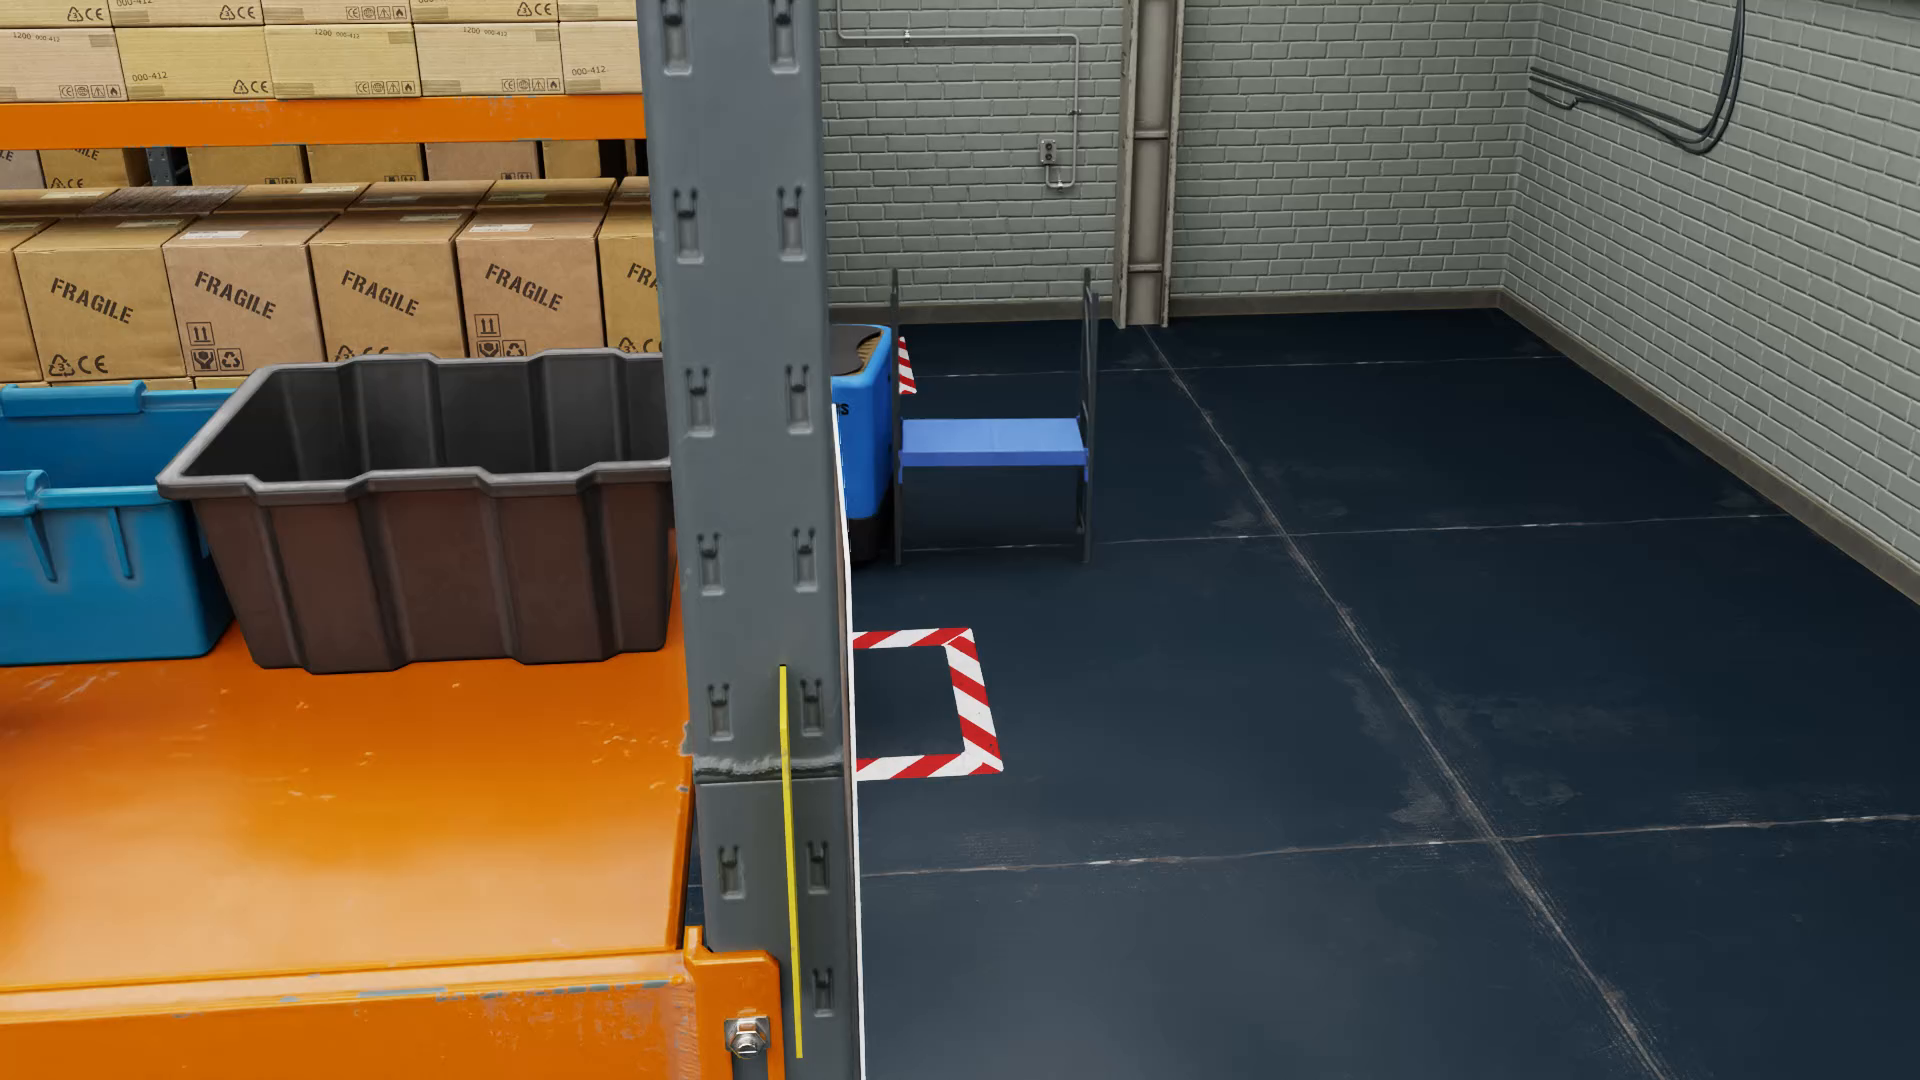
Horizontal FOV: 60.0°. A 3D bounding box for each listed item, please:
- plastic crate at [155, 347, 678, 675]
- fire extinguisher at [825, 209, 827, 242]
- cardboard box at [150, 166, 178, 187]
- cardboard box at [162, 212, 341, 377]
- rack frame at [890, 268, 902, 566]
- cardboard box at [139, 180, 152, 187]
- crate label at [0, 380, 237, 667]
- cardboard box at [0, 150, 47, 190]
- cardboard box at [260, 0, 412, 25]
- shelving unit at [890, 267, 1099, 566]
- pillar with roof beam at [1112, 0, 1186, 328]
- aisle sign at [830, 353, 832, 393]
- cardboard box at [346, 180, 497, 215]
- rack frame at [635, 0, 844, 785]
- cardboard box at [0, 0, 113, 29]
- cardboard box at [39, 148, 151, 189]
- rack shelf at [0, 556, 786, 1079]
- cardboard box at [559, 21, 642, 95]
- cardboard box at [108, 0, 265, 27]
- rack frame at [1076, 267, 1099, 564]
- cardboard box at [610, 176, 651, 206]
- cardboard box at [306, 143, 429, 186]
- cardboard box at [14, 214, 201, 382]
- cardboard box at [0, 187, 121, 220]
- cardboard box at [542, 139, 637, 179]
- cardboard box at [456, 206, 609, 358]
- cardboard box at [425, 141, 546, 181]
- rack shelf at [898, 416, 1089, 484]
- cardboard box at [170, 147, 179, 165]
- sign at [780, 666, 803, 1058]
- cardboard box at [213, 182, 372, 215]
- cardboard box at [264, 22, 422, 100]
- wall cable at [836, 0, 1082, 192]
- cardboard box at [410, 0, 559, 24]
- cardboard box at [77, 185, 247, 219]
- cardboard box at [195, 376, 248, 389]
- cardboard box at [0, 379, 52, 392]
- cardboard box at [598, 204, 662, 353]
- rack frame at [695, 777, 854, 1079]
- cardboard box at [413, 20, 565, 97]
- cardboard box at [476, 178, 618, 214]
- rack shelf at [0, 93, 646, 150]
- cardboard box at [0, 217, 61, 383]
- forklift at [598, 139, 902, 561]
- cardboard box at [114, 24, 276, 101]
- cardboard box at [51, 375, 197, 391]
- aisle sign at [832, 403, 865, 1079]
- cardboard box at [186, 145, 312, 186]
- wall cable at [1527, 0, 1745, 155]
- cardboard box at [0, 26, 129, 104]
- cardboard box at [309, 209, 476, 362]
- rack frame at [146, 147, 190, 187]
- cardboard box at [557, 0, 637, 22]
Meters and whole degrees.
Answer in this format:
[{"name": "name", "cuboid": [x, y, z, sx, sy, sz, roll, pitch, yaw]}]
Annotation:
[{"name": "plastic crate", "cuboid": [-0.621, -0.036, 2.106, 0.590, 0.269, 0.497, -2, 24, -5]}, {"name": "fire extinguisher", "cuboid": [-0.989, -2.246, 11.165, 0.183, 0.674, 0.296, -2, 24, -5]}, {"name": "cardboard box", "cuboid": [-5.518, -2.434, 11.317, 0.250, 0.149, 0.380, -3, 24, -7]}, {"name": "cardboard box", "cuboid": [-2.639, -0.940, 6.318, 0.500, 0.500, 0.500, -2, 24, -4]}, {"name": "rack frame", "cuboid": [-0.339, -0.649, 8.865, 0.032, 1.500, 0.500, -1, 24, -1]}, {"name": "cardboard box", "cuboid": [-5.473, -2.239, 10.879, 0.250, 0.149, 0.380, -2, 24, -5]}, {"name": "crate label", "cuboid": [-1.160, -0.024, 2.102, 0.502, 0.251, 0.408, -2, 24, -5]}, {"name": "cardboard box", "cuboid": [-6.106, -2.519, 10.710, 0.500, 0.500, 0.500, -2, 24, -5]}, {"name": "cardboard box", "cuboid": [-2.175, -1.999, 5.930, 0.500, 0.250, 0.500, -2, 24, -5]}, {"name": "shelving unit", "cuboid": [0.170, -0.654, 8.876, 1.048, 1.500, 0.538, -1, 24, -1]}, {"name": "pillar with roof beam", "cuboid": [1.841, -4.091, 7.375, 0.400, 9.000, 9.100, -2, 24, -5]}, {"name": "aisle sign", "cuboid": [-0.168, 0.061, 2.219, 0.004, 0.787, 0.394, -2, 24, -5]}, {"name": "cardboard box", "cuboid": [-2.179, -1.180, 6.857, 0.500, 0.500, 0.500, -2, 24, -4]}, {"name": "rack frame", "cuboid": [-0.210, -1.369, 1.252, 0.127, 3.000, 1.000, -2, 24, -5]}, {"name": "cardboard box", "cuboid": [-3.170, -1.956, 5.834, 0.500, 0.250, 0.500, -2, 24, -5]}, {"name": "cardboard box", "cuboid": [-5.599, -2.543, 10.765, 0.500, 0.500, 0.500, -3, 24, -6]}, {"name": "rack shelf", "cuboid": [-2.201, 0.410, 1.827, 4.000, 0.370, 1.077, -2, 24, -5]}, {"name": "cardboard box", "cuboid": [-1.179, -1.805, 6.110, 0.500, 0.250, 0.500, -2, 24, -5]}, {"name": "cardboard box", "cuboid": [-2.672, -1.976, 5.879, 0.500, 0.250, 0.500, -2, 24, -5]}, {"name": "rack frame", "cuboid": [0.678, -0.659, 8.887, 0.032, 1.500, 0.500, -1, 24, -1]}, {"name": "cardboard box", "cuboid": [-1.161, -1.222, 6.951, 0.500, 0.500, 0.500, -2, 24, -4]}, {"name": "cardboard box", "cuboid": [-3.896, -2.652, 11.154, 0.700, 0.700, 0.980, -3, 24, -6]}, {"name": "cardboard box", "cuboid": [-3.153, -0.919, 6.271, 0.500, 0.500, 0.500, -3, 24, -7]}, {"name": "cardboard box", "cuboid": [-3.687, -1.120, 6.722, 0.500, 0.500, 0.500, -3, 24, -6]}, {"name": "cardboard box", "cuboid": [-2.414, -2.711, 11.288, 0.700, 0.700, 0.980, -2, 24, -6]}, {"name": "cardboard box", "cuboid": [-1.612, -0.983, 6.415, 0.500, 0.500, 0.500, -2, 24, -4]}, {"name": "cardboard box", "cuboid": [-3.173, -2.685, 11.228, 0.700, 0.700, 0.980, -3, 24, -8]}, {"name": "rack shelf", "cuboid": [0.170, -0.490, 8.949, 1.000, 0.185, 0.538, -1, 24, -1]}, {"name": "cardboard box", "cuboid": [-5.647, -2.747, 11.223, 0.500, 0.500, 0.500, -3, 24, -7]}, {"name": "sign", "cuboid": [-0.140, 0.271, 1.383, 0.005, 0.325, 0.100, -2, 24, -5]}, {"name": "cardboard box", "cuboid": [-2.684, -1.159, 6.811, 0.500, 0.500, 0.500, -3, 24, -6]}, {"name": "cardboard box", "cuboid": [-2.174, -1.765, 6.018, 0.500, 0.250, 0.500, -2, 24, -5]}, {"name": "wall cable", "cuboid": [-0.003, -3.530, 12.248, 1.851, 1.984, 0.084, -2, 24, -5]}, {"name": "cardboard box", "cuboid": [-1.677, -2.017, 5.971, 0.500, 0.250, 0.500, -2, 24, -5]}, {"name": "cardboard box", "cuboid": [-3.185, -1.140, 6.767, 0.500, 0.500, 0.500, -2, 24, -5]}, {"name": "cardboard box", "cuboid": [-2.627, -0.488, 6.532, 0.500, 0.500, 0.500, -3, 24, -6]}, {"name": "cardboard box", "cuboid": [-3.631, -0.448, 6.442, 0.500, 0.500, 0.500, -2, 24, -4]}, {"name": "cardboard box", "cuboid": [-1.109, -1.004, 6.461, 0.500, 0.500, 0.500, -3, 24, -6]}, {"name": "rack frame", "cuboid": [-0.210, 1.372, 2.470, 0.127, 3.000, 1.000, -2, 24, -5]}, {"name": "cardboard box", "cuboid": [-1.678, -1.790, 6.075, 0.500, 0.250, 0.500, -2, 24, -5]}, {"name": "cardboard box", "cuboid": [-1.681, -1.198, 6.898, 0.500, 0.500, 0.500, -2, 24, -5]}, {"name": "rack shelf", "cuboid": [-2.684, -1.592, 6.332, 4.000, 0.370, 1.077, -2, 24, -5]}, {"name": "cardboard box", "cuboid": [-3.664, -0.899, 6.225, 0.500, 0.500, 0.500, -3, 24, -7]}, {"name": "forklift", "cuboid": [-1.890, -1.437, 8.874, 3.031, 2.935, 1.130, 3, 24, 6]}, {"name": "cardboard box", "cuboid": [-2.673, -1.751, 5.988, 0.500, 0.250, 0.500, -2, 24, -5]}, {"name": "cardboard box", "cuboid": [-3.133, -0.467, 6.485, 0.500, 0.500, 0.500, -2, 24, -5]}, {"name": "aisle sign", "cuboid": [-0.110, 0.300, 1.682, 0.004, 0.787, 0.394, -2, 24, -5]}, {"name": "cardboard box", "cuboid": [-4.623, -2.625, 11.093, 0.700, 0.700, 0.980, -2, 24, -4]}, {"name": "wall cable", "cuboid": [4.480, -4.036, 11.074, 0.112, 2.526, 3.097, -2, 24, -5]}, {"name": "cardboard box", "cuboid": [-3.170, -1.730, 5.940, 0.500, 0.250, 0.500, -2, 24, -5]}, {"name": "cardboard box", "cuboid": [-2.128, -0.961, 6.364, 0.500, 0.500, 0.500, -2, 24, -4]}, {"name": "rack frame", "cuboid": [-5.165, -2.473, 11.120, 0.127, 3.000, 1.000, -2, 24, -5]}, {"name": "cardboard box", "cuboid": [-1.180, -2.037, 6.017, 0.500, 0.250, 0.500, -2, 24, -5]}]
